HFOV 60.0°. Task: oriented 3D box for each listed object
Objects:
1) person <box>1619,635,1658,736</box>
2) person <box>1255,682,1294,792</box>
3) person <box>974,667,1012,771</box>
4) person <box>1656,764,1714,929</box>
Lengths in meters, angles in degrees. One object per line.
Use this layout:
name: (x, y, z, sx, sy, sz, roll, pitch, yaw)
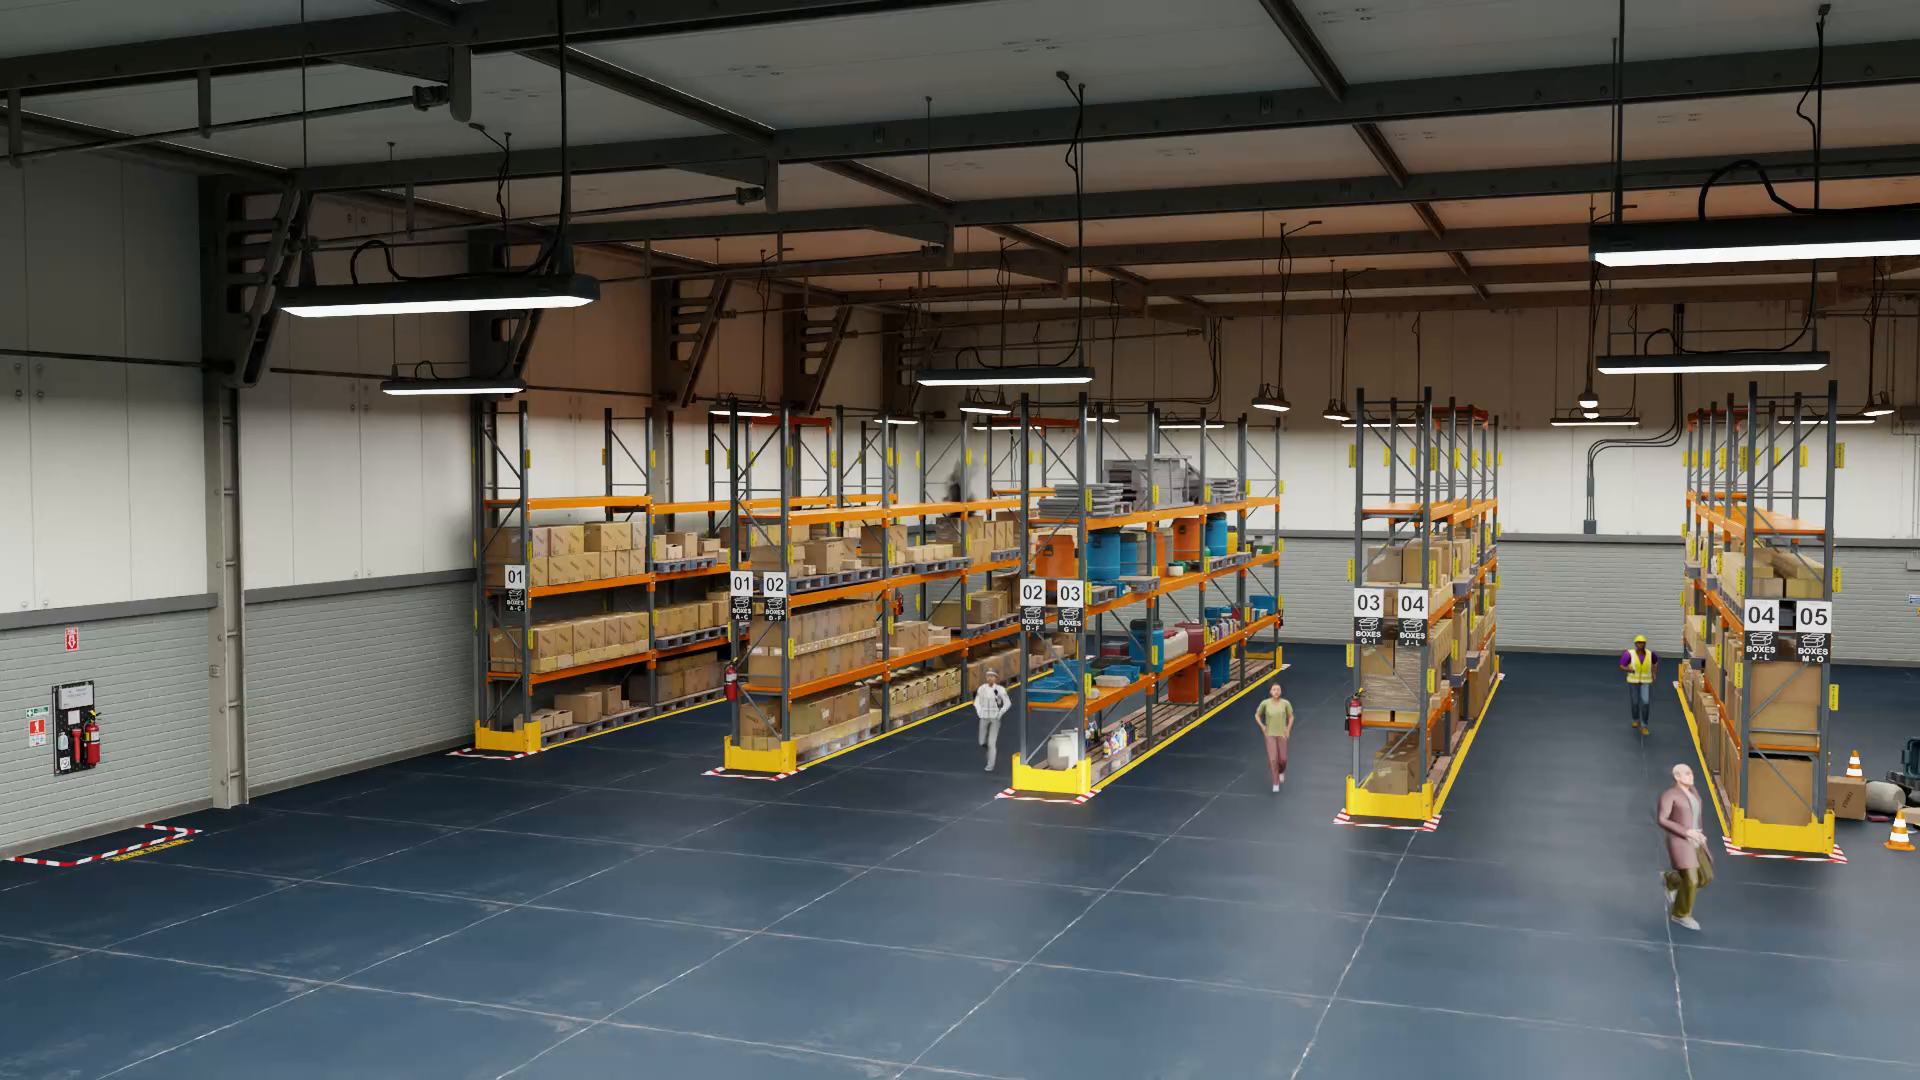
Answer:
person: (12.421, 2.650, 30.440, 0.676, 1.824, 0.769, 1, 3, 19)
person: (4.761, 2.961, 25.192, 0.585, 1.637, 0.548, 0, 3, 7)
person: (0.519, 2.868, 26.846, 0.617, 1.648, 0.596, 1, 3, 17)
person: (7.793, 3.279, 17.929, 0.741, 1.741, 0.676, -2, 3, -33)
